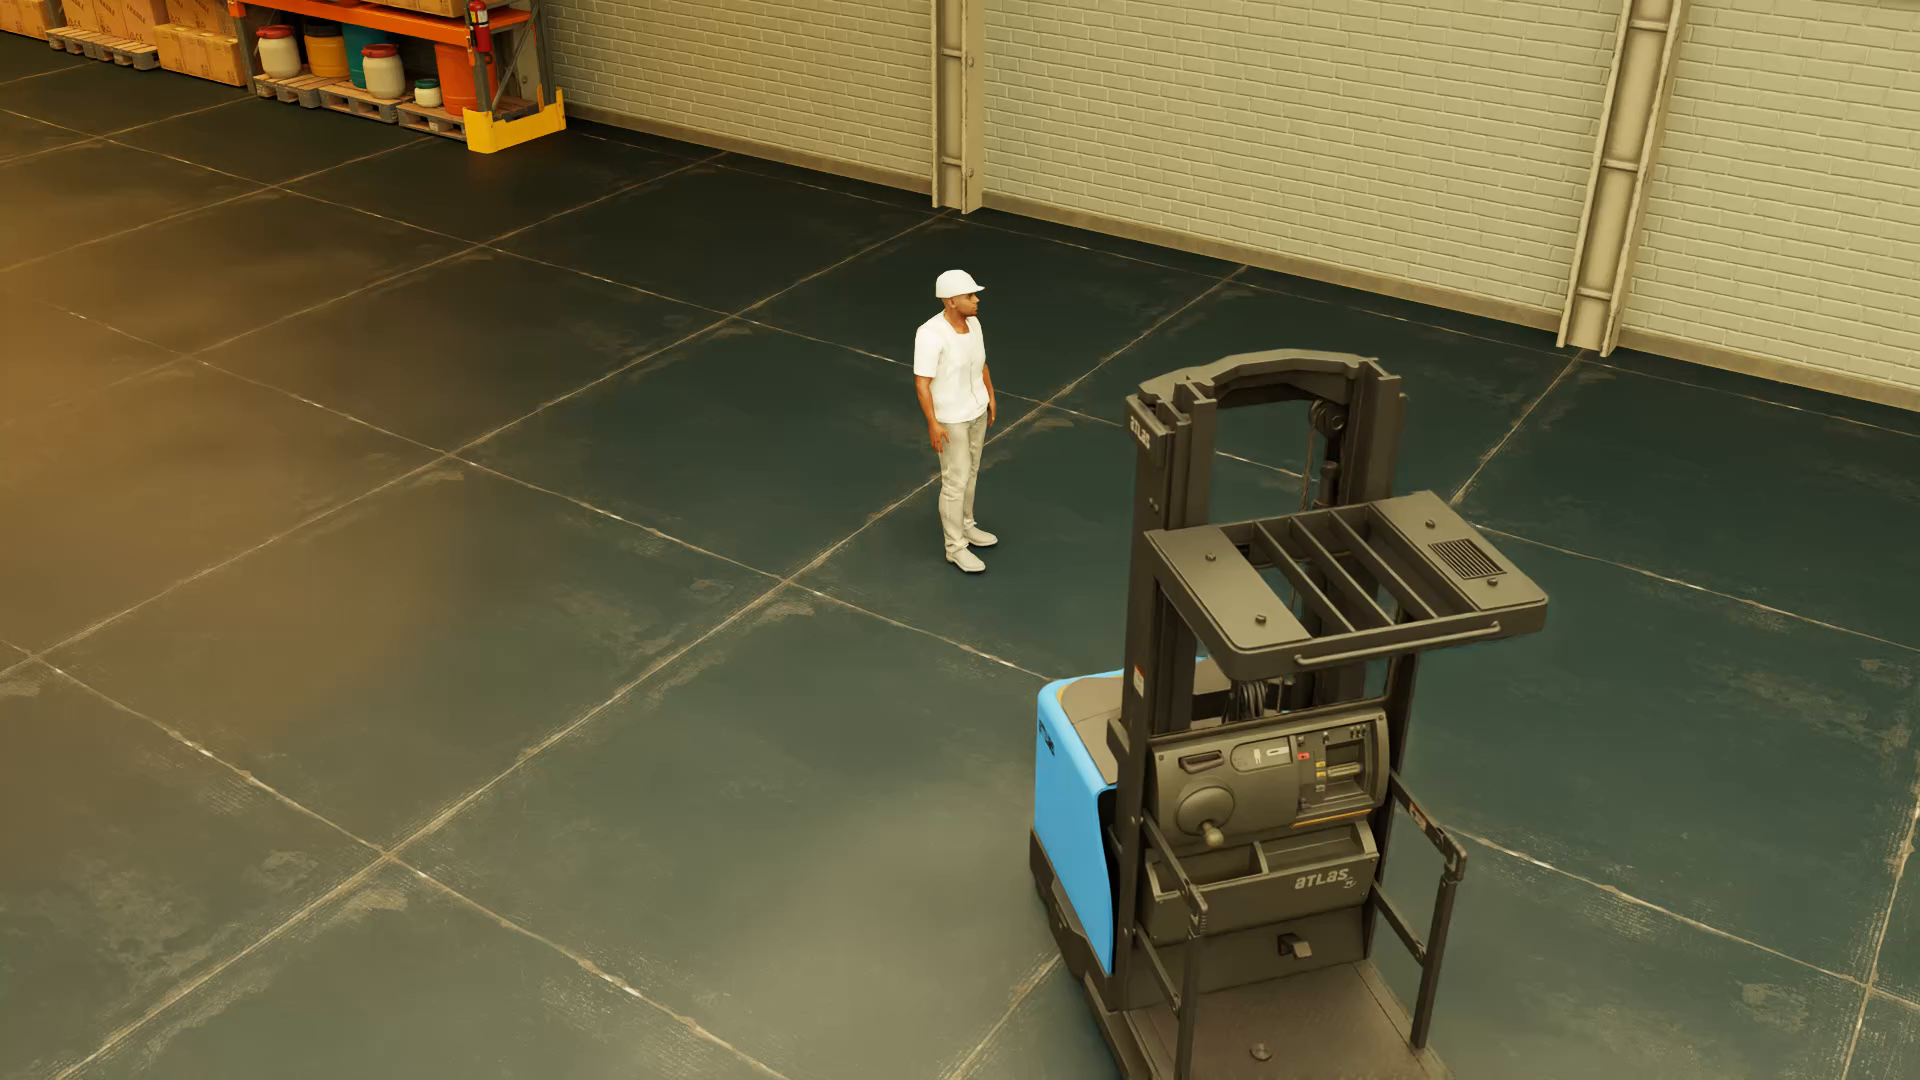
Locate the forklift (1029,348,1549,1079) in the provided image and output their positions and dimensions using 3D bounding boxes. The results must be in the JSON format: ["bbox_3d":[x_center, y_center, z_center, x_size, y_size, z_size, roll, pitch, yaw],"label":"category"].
[{"bbox_3d":[1.219,0.931,5.977,1.130,2.935,3.031,-8,31,-14],"label":"forklift"}]

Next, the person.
[{"bbox_3d":[0.055,-0.748,10.015,0.575,1.768,0.665,19,35,29],"label":"person"}]
